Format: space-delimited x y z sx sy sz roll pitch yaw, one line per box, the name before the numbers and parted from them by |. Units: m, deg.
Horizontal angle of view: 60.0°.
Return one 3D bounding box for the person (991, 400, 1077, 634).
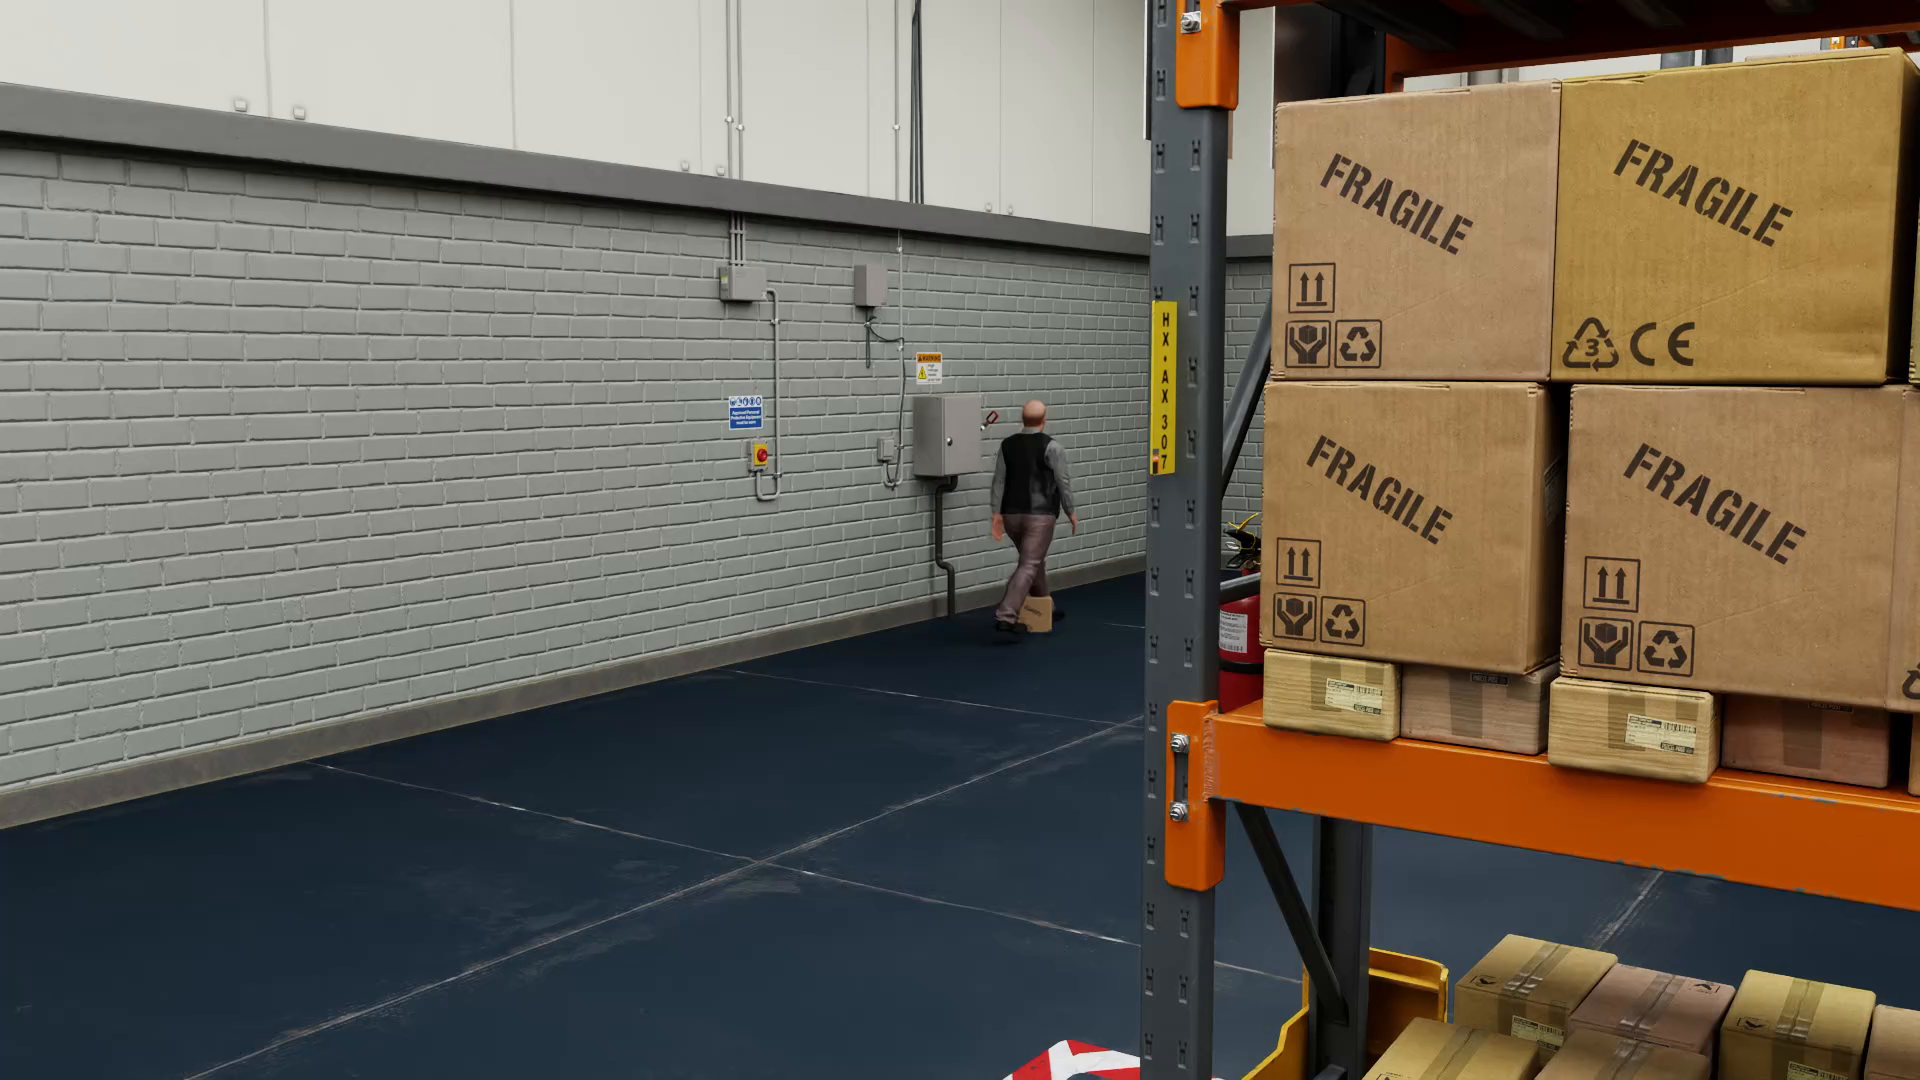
person | 0.522 -0.165 11.918 0.549 1.665 1.096 5 8 37
